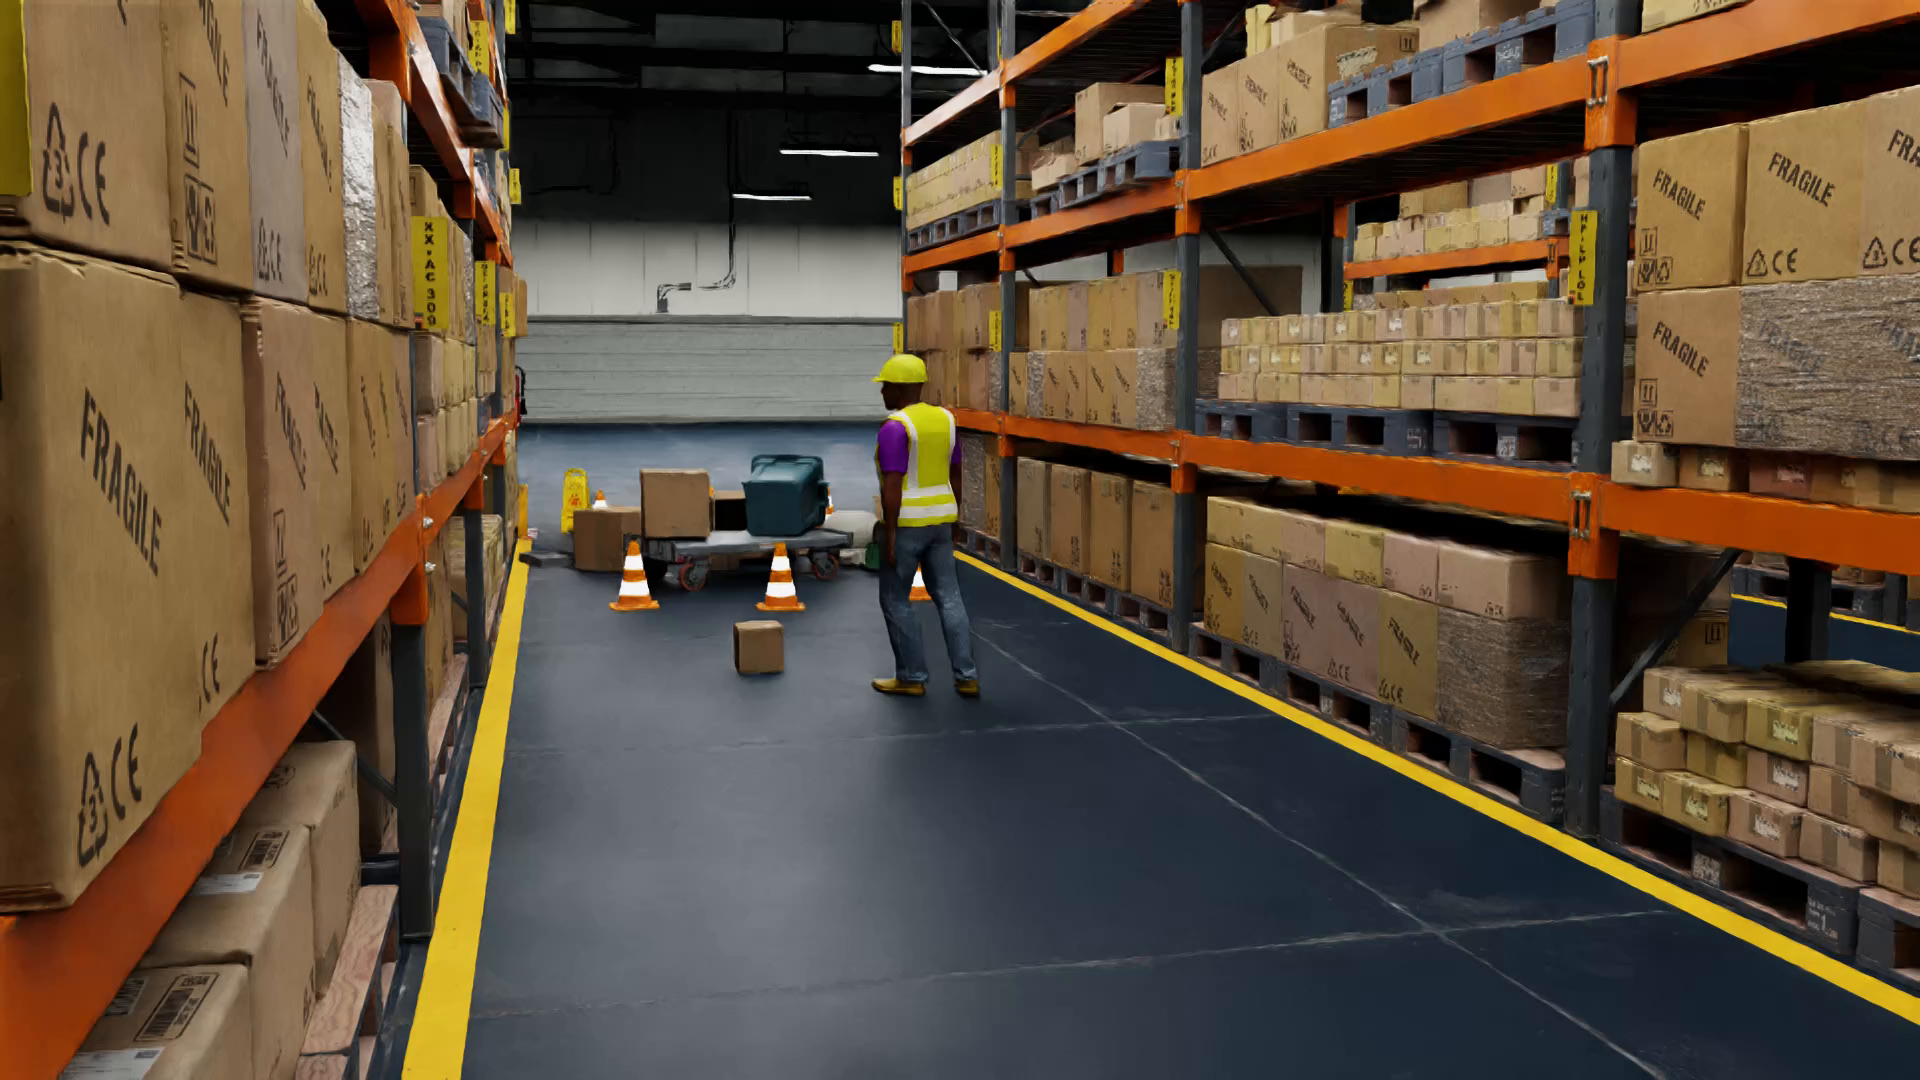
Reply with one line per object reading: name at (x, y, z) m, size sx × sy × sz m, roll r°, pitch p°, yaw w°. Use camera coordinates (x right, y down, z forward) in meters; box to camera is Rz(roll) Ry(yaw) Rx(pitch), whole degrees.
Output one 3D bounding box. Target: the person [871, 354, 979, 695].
person at (-0.185, -0.073, 8.559) m, size 0.563 × 1.754 × 0.600 m, roll 6°, pitch 8°, yaw 43°
